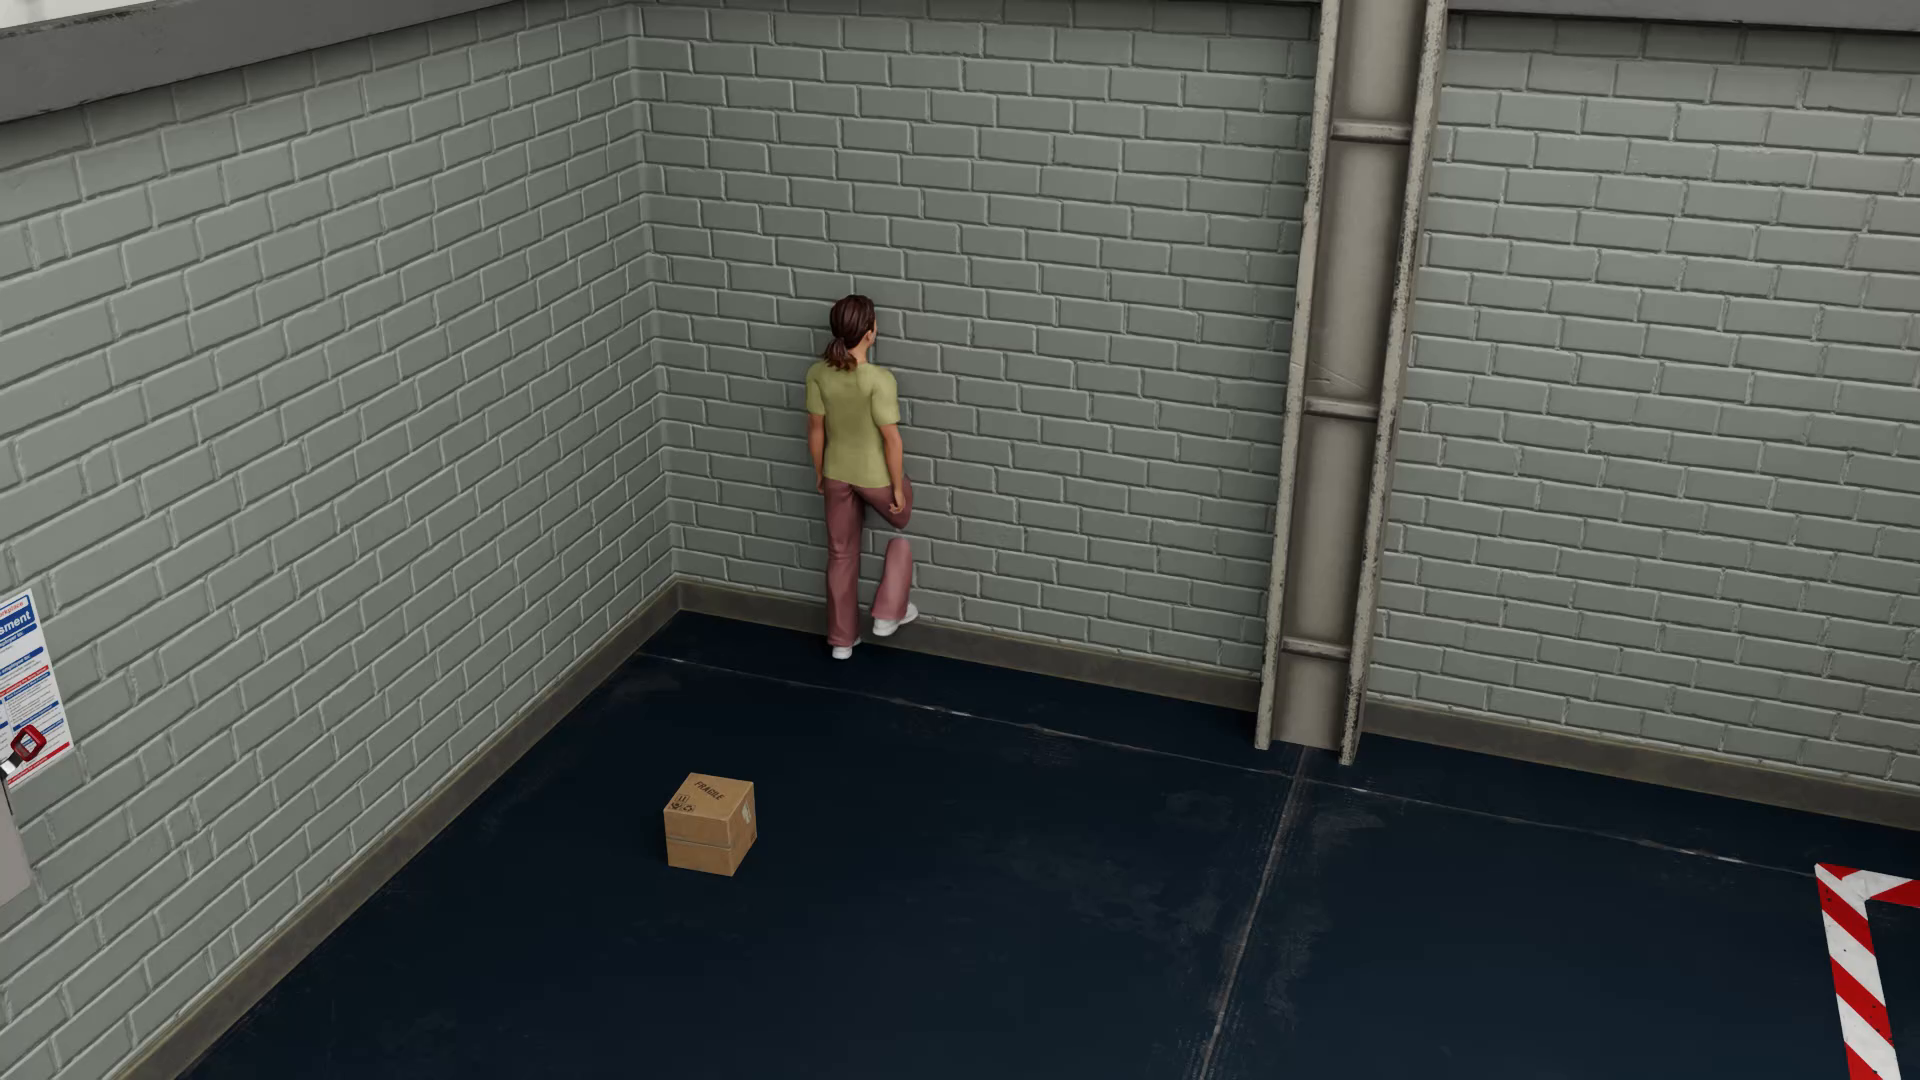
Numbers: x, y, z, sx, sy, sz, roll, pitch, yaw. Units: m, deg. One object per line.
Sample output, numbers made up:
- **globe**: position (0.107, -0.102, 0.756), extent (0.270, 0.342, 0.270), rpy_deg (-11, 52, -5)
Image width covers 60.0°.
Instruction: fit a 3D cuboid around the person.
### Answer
- **person**: position (-0.396, -0.265, 7.164), extent (0.436, 1.678, 0.494), rpy_deg (11, 28, 22)
